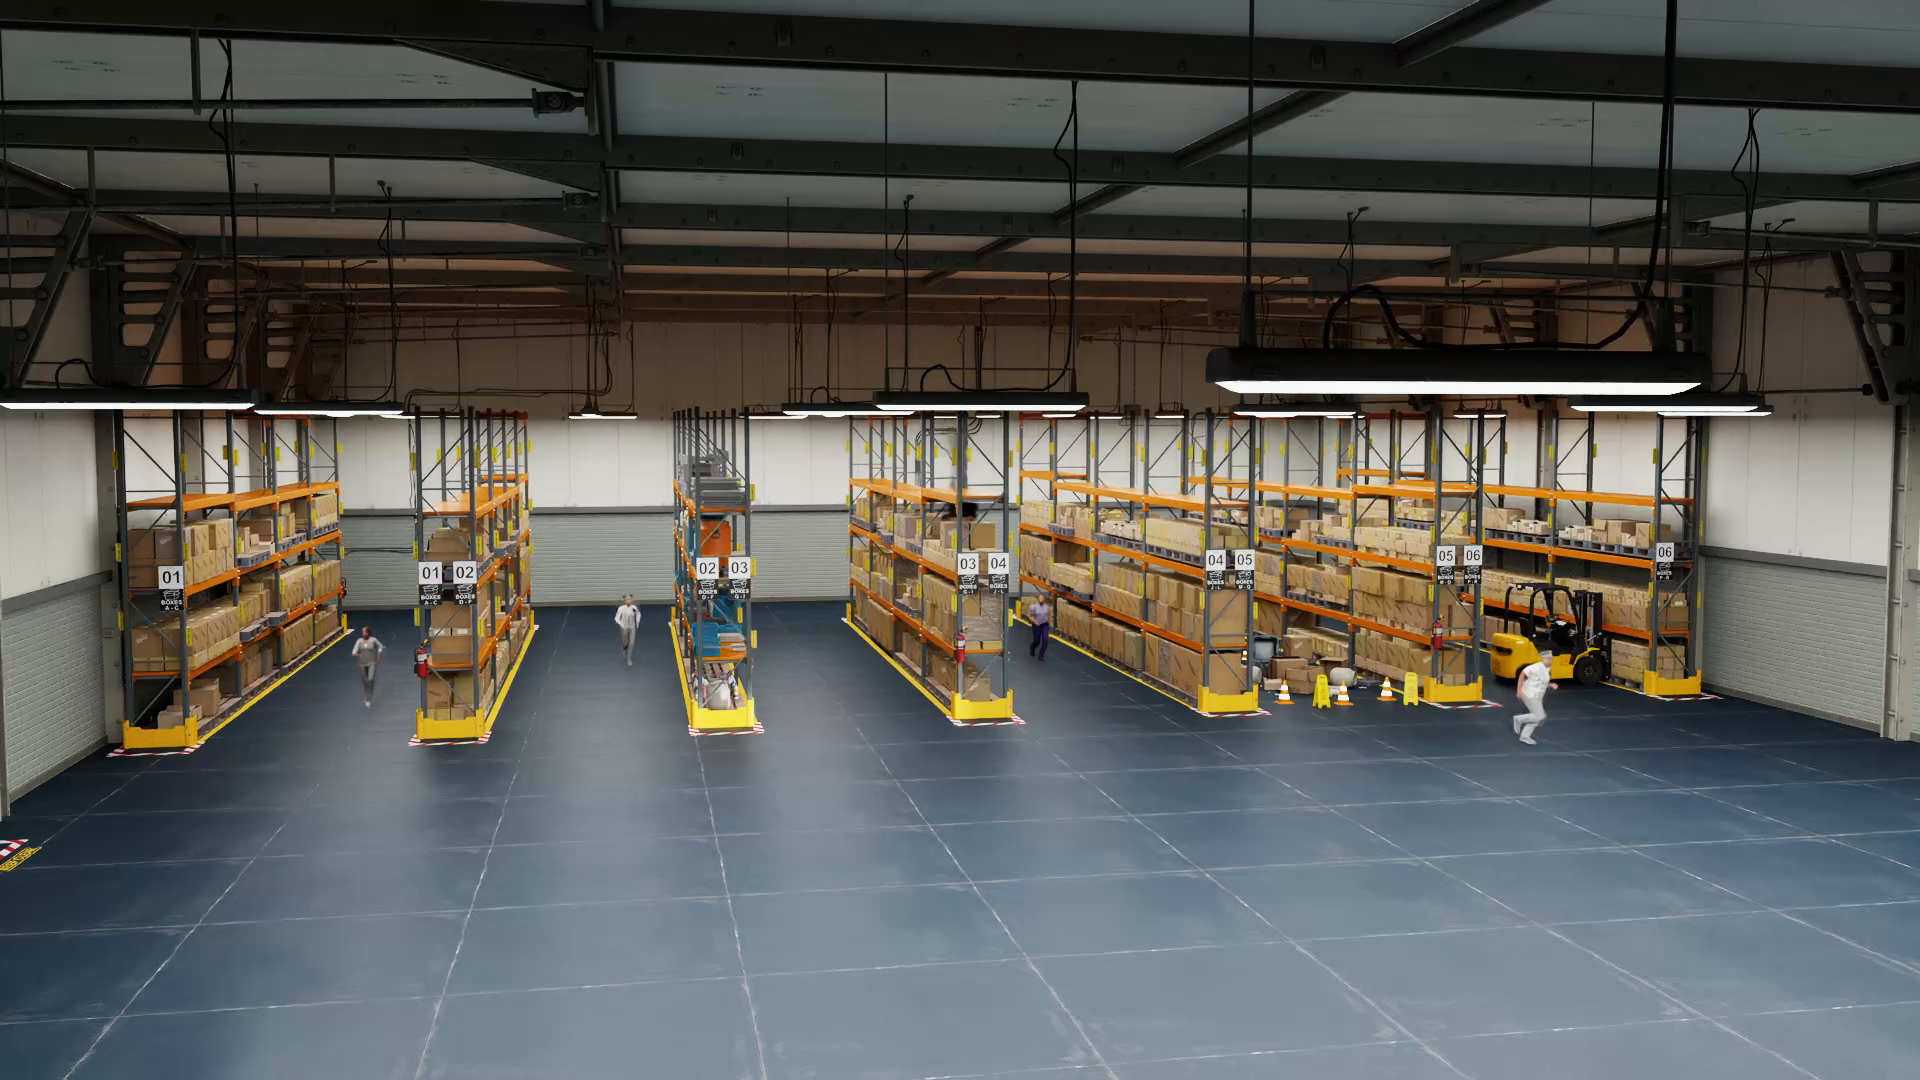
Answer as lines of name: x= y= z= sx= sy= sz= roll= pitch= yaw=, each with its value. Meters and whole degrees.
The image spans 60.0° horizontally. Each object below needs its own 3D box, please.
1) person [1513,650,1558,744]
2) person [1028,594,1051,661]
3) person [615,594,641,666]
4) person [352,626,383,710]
person: x=10.250 y=2.786 z=29.582 sx=0.748 sy=1.701 sz=0.652 roll=3 pitch=5 yaw=37
person: x=1.921 y=2.085 z=39.886 sx=0.595 sy=1.594 sz=0.561 roll=-1 pitch=4 yaw=-19
person: x=-7.857 y=2.111 z=39.413 sx=0.627 sy=1.698 sz=0.761 roll=-1 pitch=4 yaw=-18
person: x=-11.919 y=2.546 z=33.437 sx=0.546 sy=1.628 sz=0.804 roll=-1 pitch=4 yaw=-8
